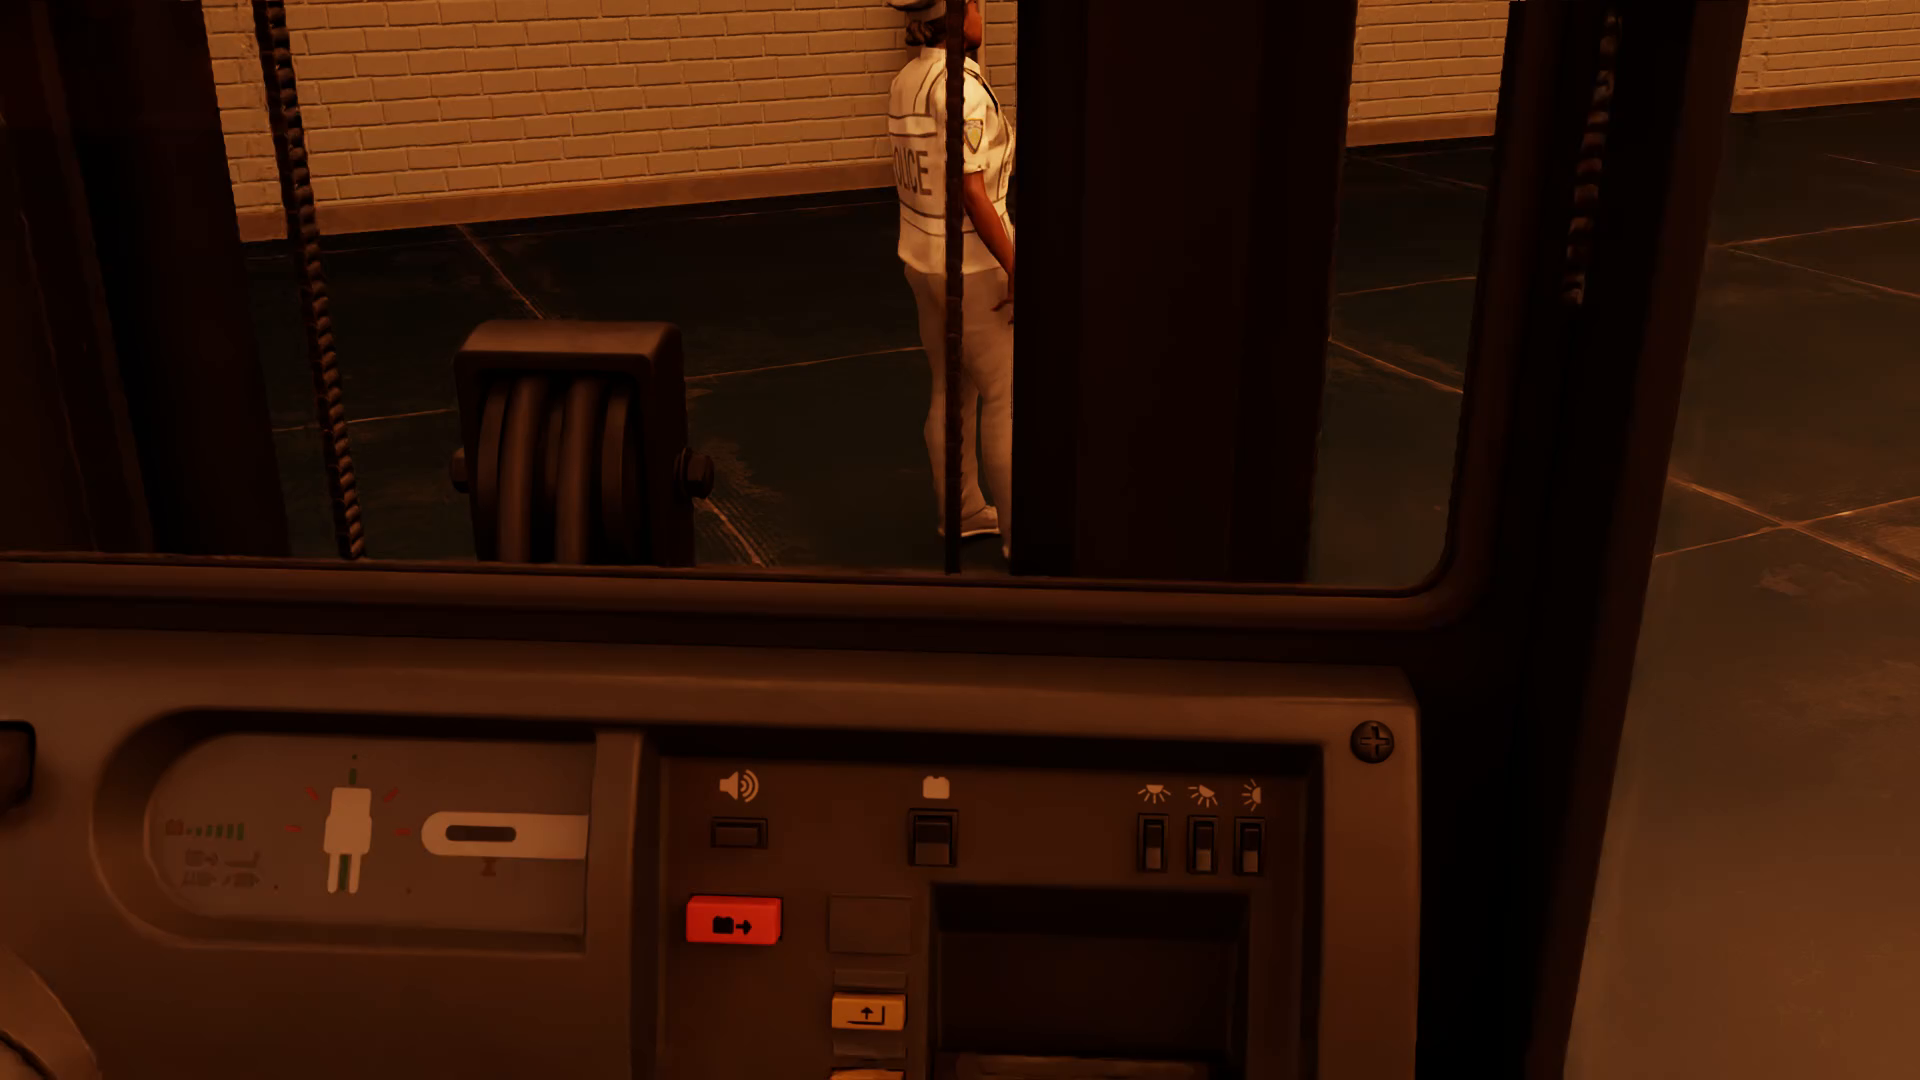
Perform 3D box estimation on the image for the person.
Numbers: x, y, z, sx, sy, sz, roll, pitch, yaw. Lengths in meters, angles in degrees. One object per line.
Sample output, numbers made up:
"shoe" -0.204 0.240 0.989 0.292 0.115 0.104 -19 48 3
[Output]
"person" 0.077 -0.795 4.791 0.528 1.695 0.569 -10 25 -23
